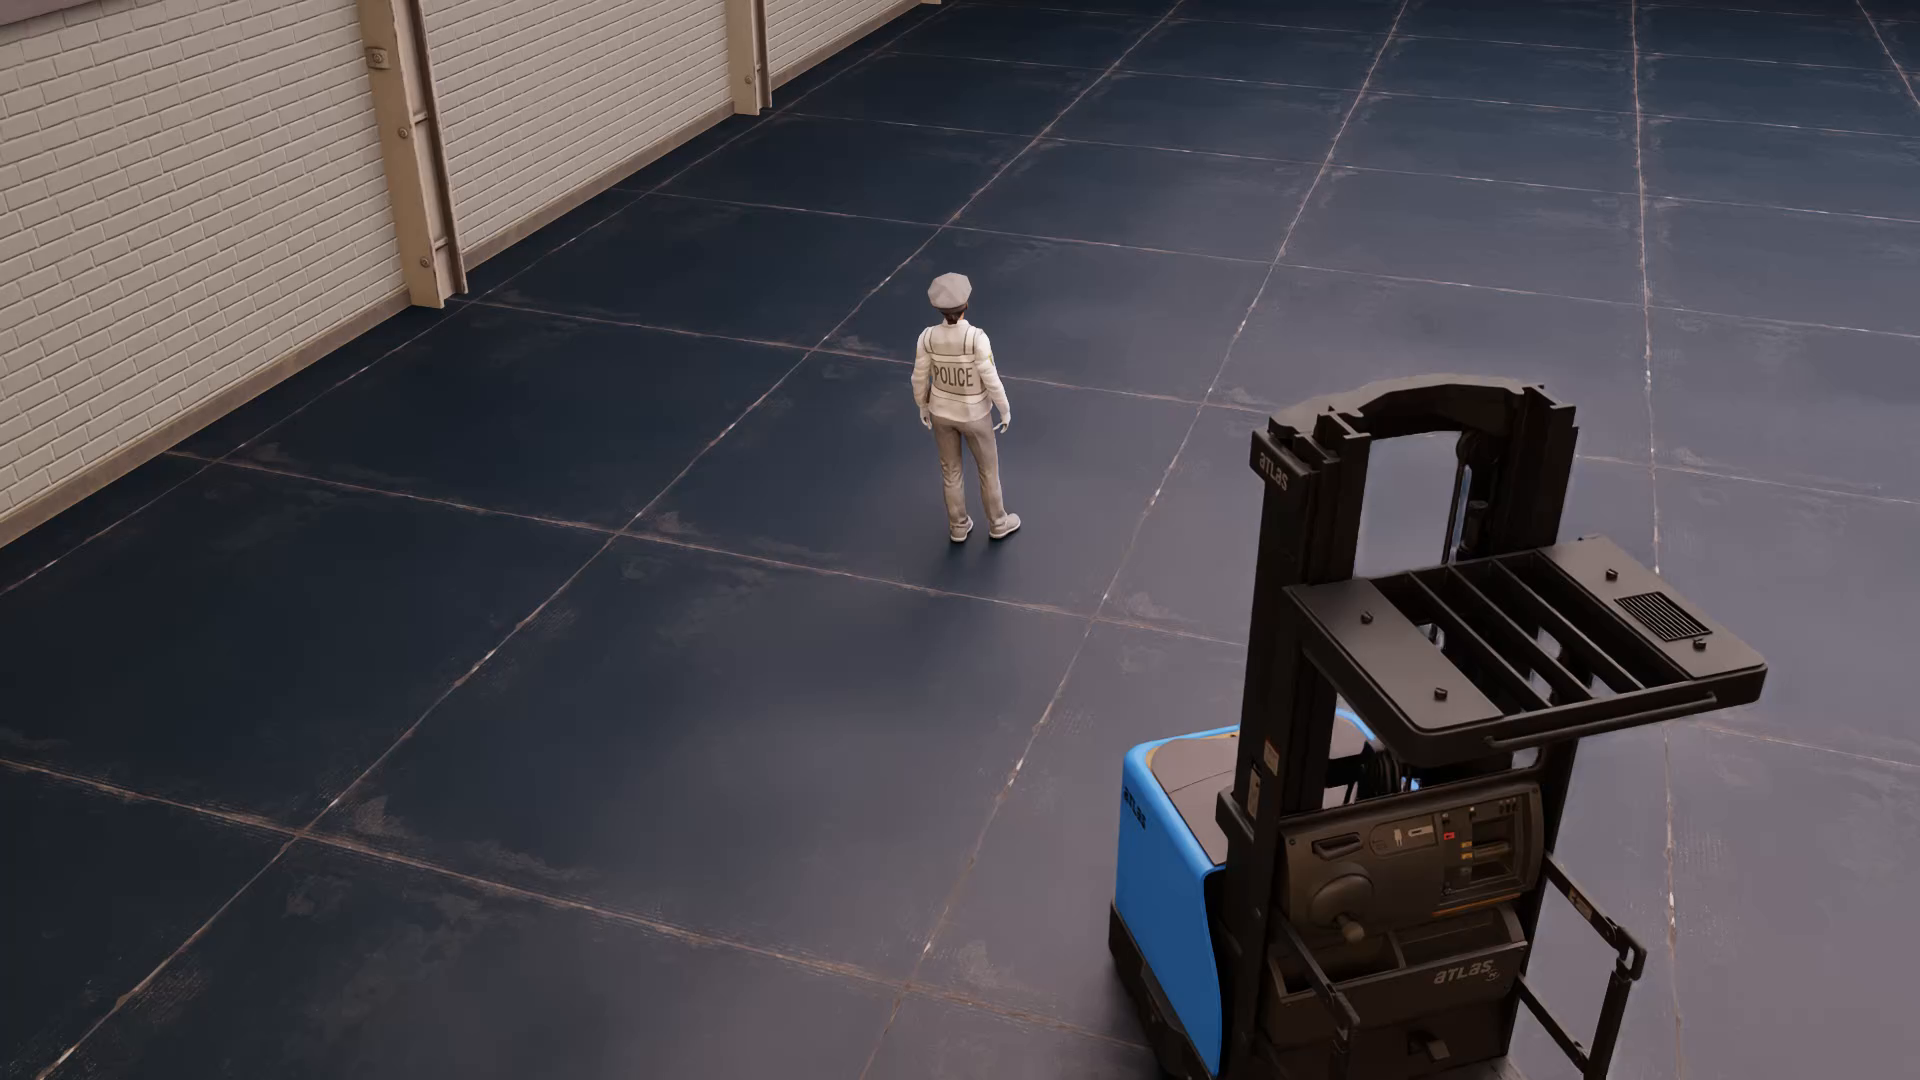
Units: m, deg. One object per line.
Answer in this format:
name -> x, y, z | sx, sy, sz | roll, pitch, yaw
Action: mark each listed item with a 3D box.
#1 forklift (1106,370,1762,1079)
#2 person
forklift -> 1.535, 1.081, 5.240 | 1.130, 2.935, 3.031 | -9, 31, -15
person -> 0.029, -0.773, 9.728 | 0.586, 1.694, 0.530 | 10, 31, 16
